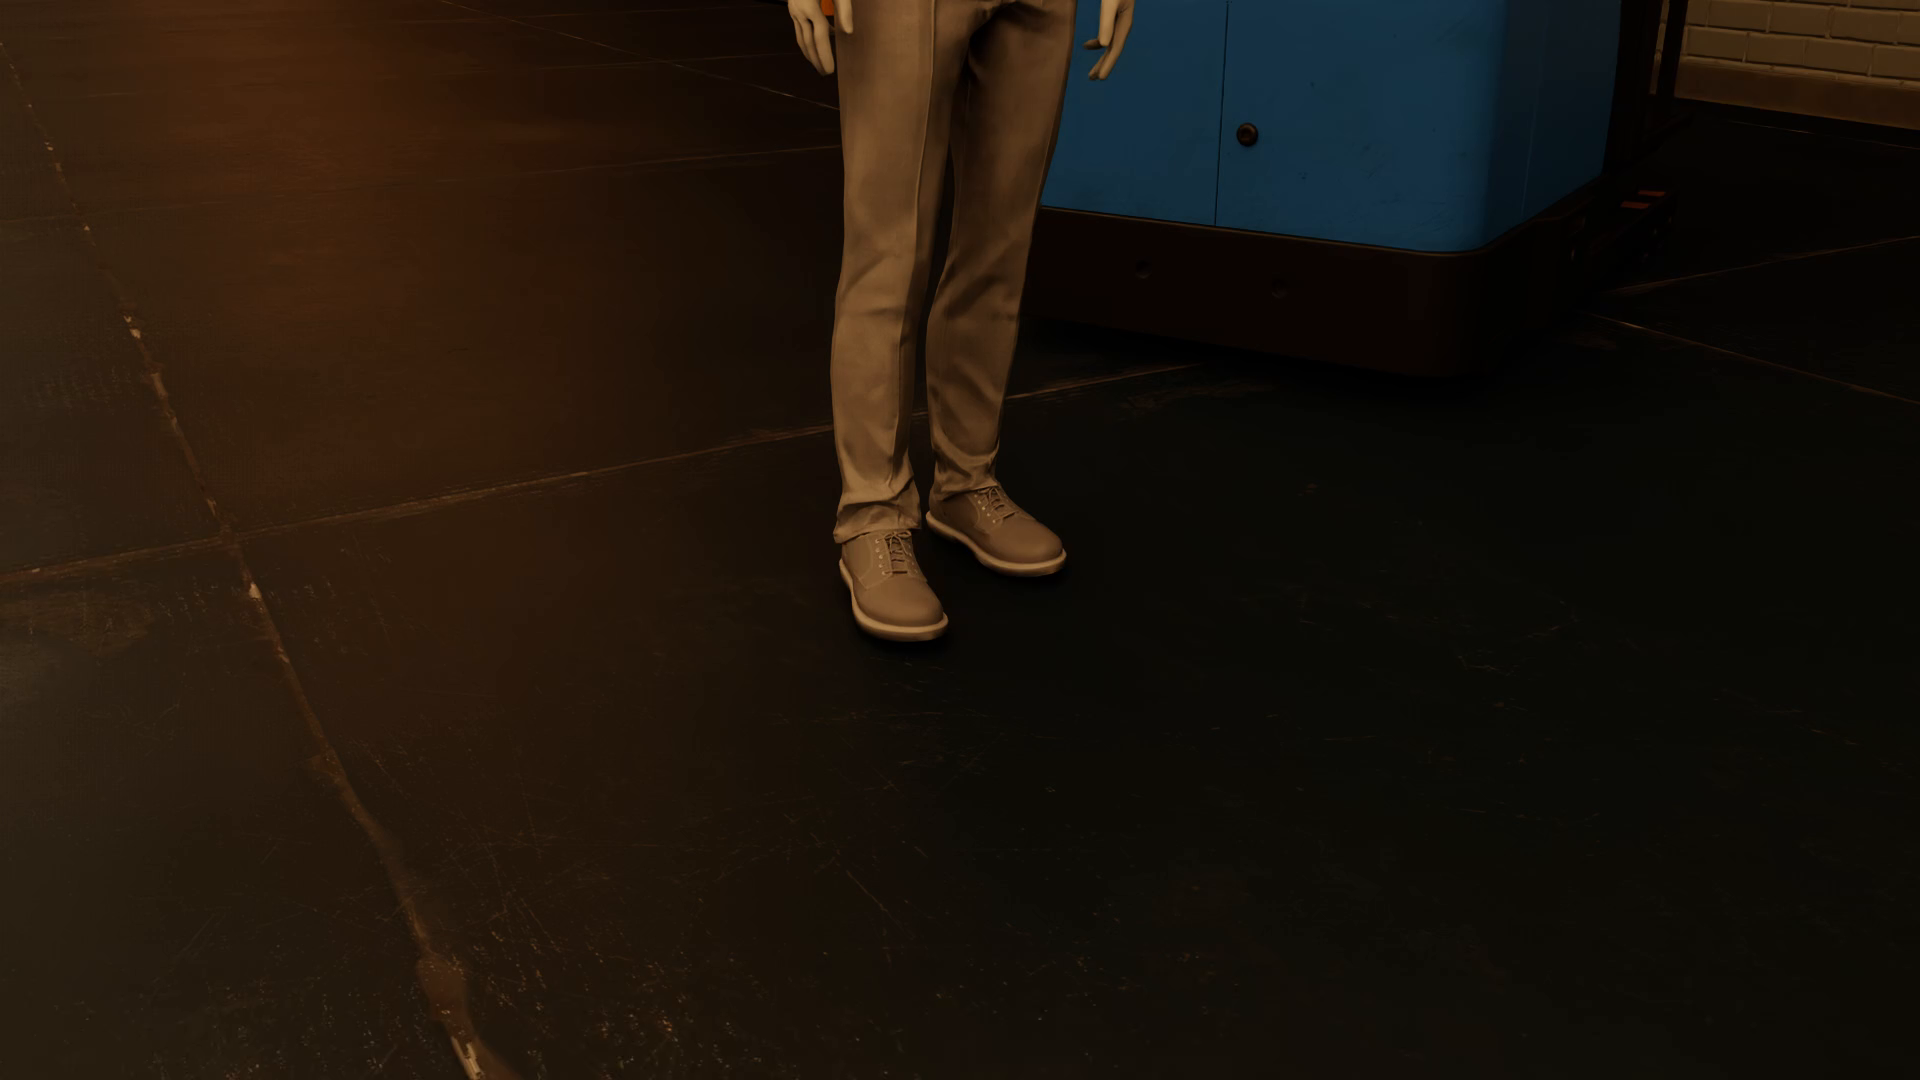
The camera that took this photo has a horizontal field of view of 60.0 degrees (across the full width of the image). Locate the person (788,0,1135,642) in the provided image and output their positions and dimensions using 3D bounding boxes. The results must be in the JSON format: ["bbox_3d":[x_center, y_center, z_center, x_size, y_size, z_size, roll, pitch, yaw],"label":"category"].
[{"bbox_3d":[0.029,-0.767,2.254,0.588,1.697,0.534,-12,25,-28],"label":"person"}]

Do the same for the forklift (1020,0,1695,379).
[{"bbox_3d":[1.324,-2.178,4.082,1.130,2.935,3.031,14,26,30],"label":"forklift"}]
